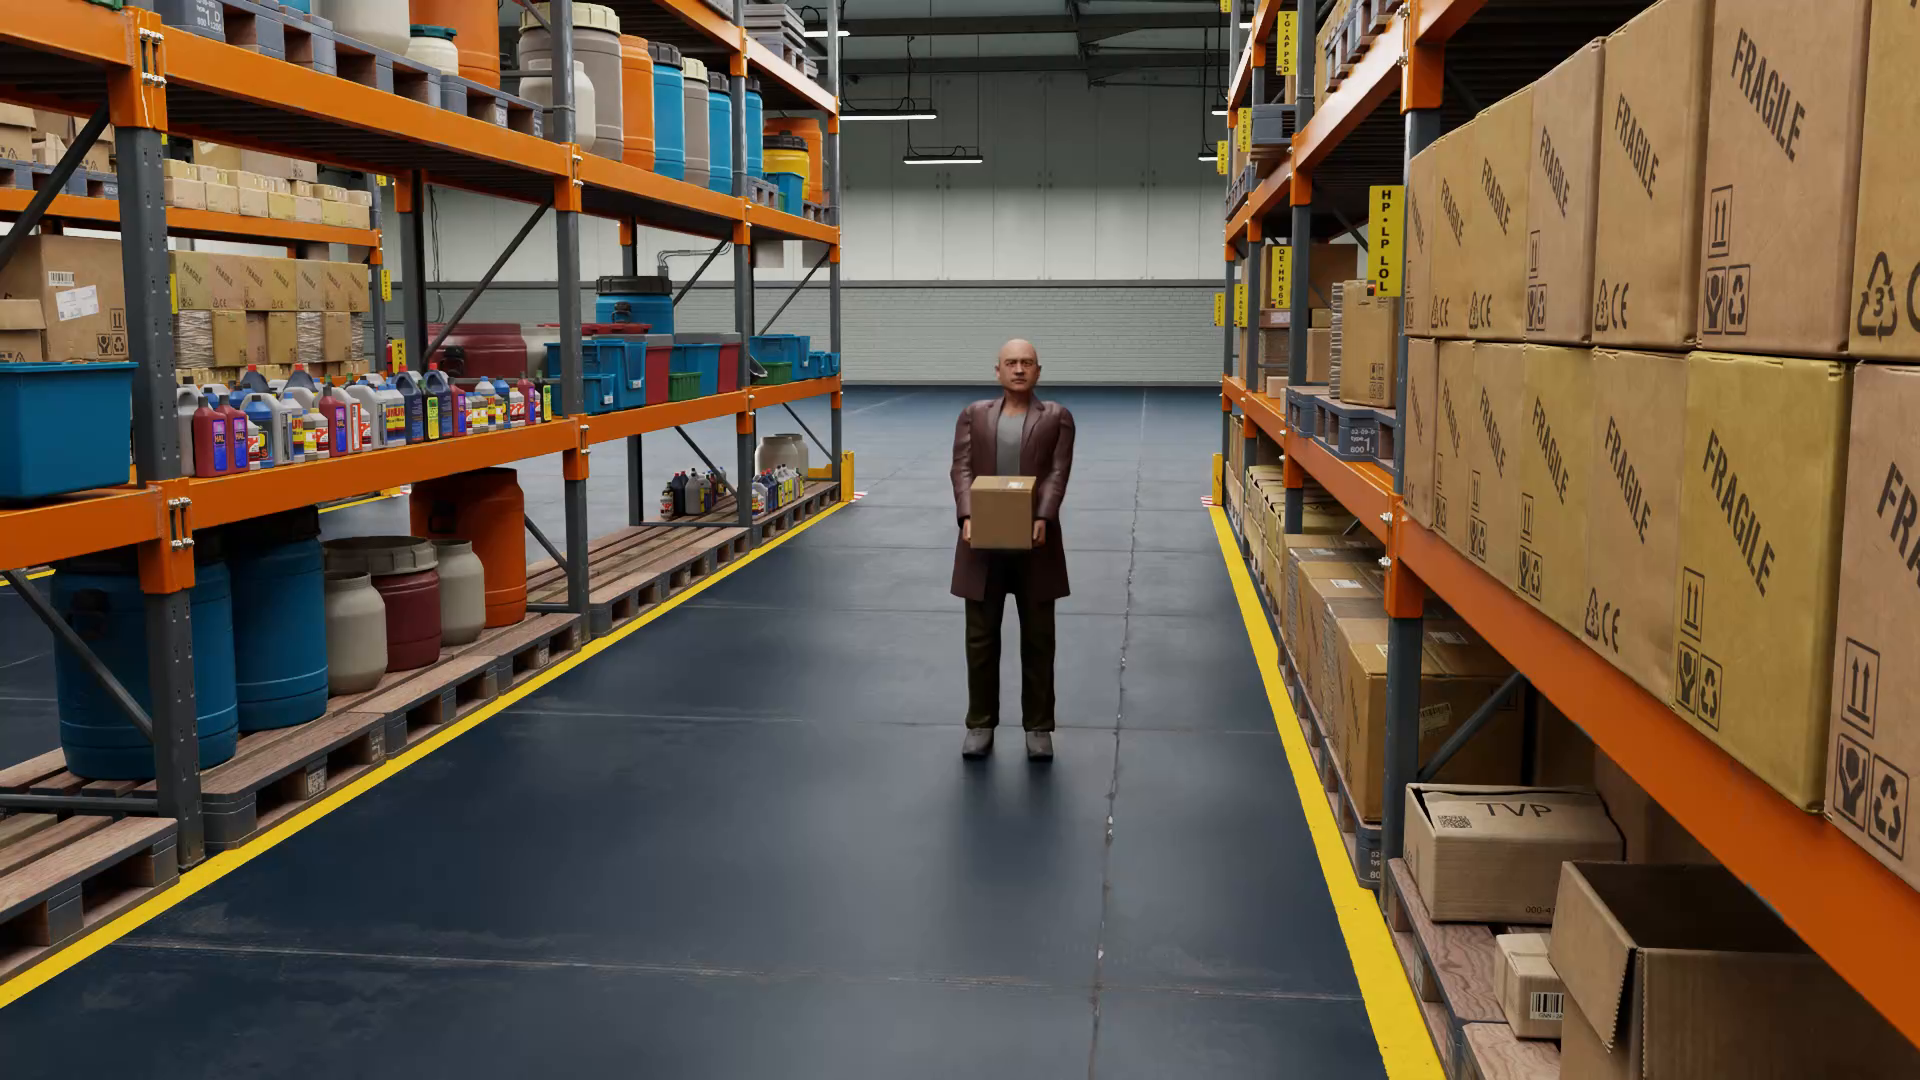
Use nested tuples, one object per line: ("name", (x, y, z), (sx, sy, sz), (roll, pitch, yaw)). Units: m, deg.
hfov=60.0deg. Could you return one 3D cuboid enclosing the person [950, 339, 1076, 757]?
("person", (0.213, 0.044, 7.031), (0.529, 1.770, 0.555), (1, 7, 7))
